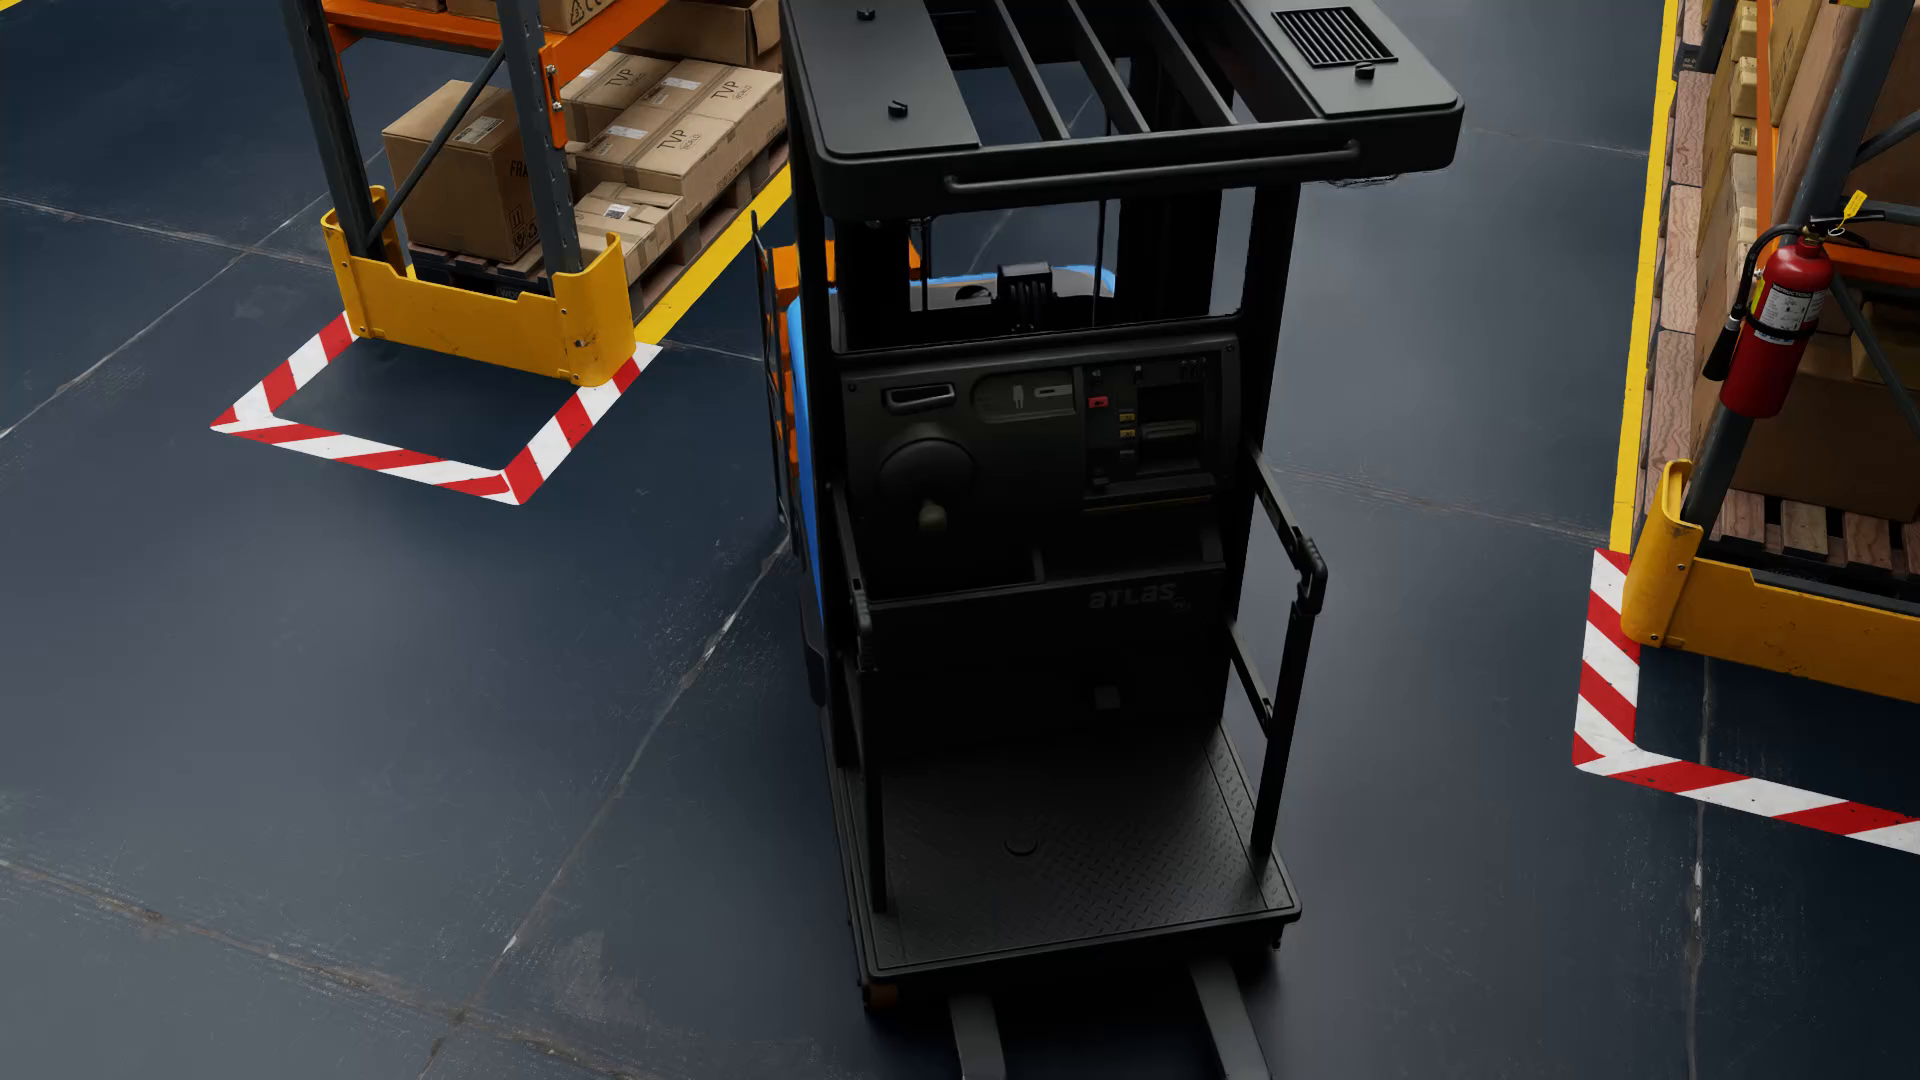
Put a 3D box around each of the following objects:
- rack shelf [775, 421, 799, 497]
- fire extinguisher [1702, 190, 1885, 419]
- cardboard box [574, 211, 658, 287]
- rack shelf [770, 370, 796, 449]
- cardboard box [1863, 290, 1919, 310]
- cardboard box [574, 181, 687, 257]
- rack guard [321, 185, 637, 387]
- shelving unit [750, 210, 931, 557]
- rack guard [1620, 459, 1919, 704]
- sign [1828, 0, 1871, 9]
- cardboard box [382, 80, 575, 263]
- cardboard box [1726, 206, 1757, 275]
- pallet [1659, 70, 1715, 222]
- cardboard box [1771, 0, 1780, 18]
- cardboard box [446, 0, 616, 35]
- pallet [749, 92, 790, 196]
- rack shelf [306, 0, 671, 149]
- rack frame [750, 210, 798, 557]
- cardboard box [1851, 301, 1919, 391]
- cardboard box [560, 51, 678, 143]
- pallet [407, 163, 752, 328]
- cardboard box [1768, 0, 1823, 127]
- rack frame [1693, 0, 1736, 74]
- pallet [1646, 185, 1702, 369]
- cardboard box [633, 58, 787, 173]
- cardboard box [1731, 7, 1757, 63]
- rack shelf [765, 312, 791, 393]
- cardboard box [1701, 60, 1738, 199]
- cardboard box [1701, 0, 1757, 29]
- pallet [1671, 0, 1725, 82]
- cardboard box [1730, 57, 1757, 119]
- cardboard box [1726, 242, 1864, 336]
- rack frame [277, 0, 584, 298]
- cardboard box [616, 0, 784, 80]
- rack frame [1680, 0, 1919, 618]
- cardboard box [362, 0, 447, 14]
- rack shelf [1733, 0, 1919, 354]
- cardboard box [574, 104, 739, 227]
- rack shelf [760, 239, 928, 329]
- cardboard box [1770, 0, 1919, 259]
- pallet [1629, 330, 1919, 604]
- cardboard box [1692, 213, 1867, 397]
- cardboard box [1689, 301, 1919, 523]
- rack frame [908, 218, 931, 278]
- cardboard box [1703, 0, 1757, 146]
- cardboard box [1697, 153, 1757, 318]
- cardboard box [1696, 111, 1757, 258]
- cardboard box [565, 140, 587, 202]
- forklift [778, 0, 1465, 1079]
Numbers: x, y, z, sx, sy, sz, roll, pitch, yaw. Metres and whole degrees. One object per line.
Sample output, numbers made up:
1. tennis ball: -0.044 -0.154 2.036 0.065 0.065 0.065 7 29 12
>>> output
1. rack shelf: -0.365 -0.321 5.610 0.480 0.148 0.258 -12 42 -13
2. fire extinguisher: 2.263 -0.650 4.548 0.296 0.674 0.183 13 42 15
3. cardboard box: -1.442 -1.170 6.668 0.380 0.149 0.250 13 42 15
4. rack shelf: -0.365 -0.473 5.482 0.480 0.148 0.258 -12 42 -13
5. cardboard box: 3.211 -0.904 5.601 0.380 0.149 0.250 13 42 15
6. cardboard box: -1.357 -1.329 6.841 0.380 0.166 0.250 13 42 15
7. rack guard: -1.882 -1.004 6.541 1.175 0.500 0.348 13 42 15
8. shelving unit: -0.365 -0.524 5.438 0.503 1.200 0.258 -12 42 -13
9. rack guard: 2.740 0.155 5.184 1.175 0.500 0.348 13 42 15
10. sign: 2.243 -1.470 4.088 0.100 0.325 0.005 13 42 15
11. cardboard box: -1.954 -1.511 6.797 0.500 0.500 0.500 13 42 15
12. cardboard box: 2.853 -0.991 5.702 0.380 0.149 0.250 14 43 16
13. pallet: 3.782 -1.743 7.631 1.003 0.211 1.213 13 42 15
14. cardboard box: 3.421 -2.148 5.725 0.980 0.700 0.700 11 42 13
15. cardboard box: -1.509 -2.158 5.892 0.500 0.500 0.500 14 42 16
16. pallet: -1.192 -2.122 8.074 1.003 0.211 1.213 13 42 15
17. rack shelf: -1.225 -2.854 7.339 1.077 0.370 4.000 13 42 15
18. rack frame: -0.597 -0.476 5.381 0.015 1.200 0.240 -12 42 -13
19. cardboard box: 3.038 -0.595 5.239 0.380 0.149 0.250 14 42 15
20. cardboard box: -1.601 -1.989 7.549 0.500 0.250 0.500 13 42 15
21. pallet: -1.611 -1.380 7.205 1.003 0.211 1.213 13 42 15
22. cardboard box: 3.151 -1.685 5.182 0.980 0.700 0.700 13 42 15
23. rack frame: 4.116 -3.251 7.249 1.000 3.000 0.127 13 42 15
24. pallet: 3.367 -0.997 6.756 1.003 0.211 1.213 13 42 15
25. cardboard box: -1.114 -1.908 7.455 0.500 0.250 0.500 13 42 15
26. cardboard box: 3.475 -2.104 7.008 0.380 0.149 0.250 15 43 17
27. rack shelf: -0.365 -0.643 5.337 0.480 0.148 0.258 -12 42 -13
28. cardboard box: 3.589 -1.720 7.058 0.700 0.500 0.500 13 42 15
29. cardboard box: 4.216 -3.018 8.309 0.750 0.750 0.750 14 42 16
30. pallet: 4.309 -2.677 8.725 1.003 0.211 1.213 13 42 15
31. cardboard box: 3.297 -1.786 6.635 0.380 0.149 0.250 12 42 14
32. cardboard box: 2.766 -0.834 5.520 0.380 0.149 0.250 13 42 15
33. rack frame: -1.908 -1.908 5.675 1.000 3.000 0.127 13 42 15
34. cardboard box: -1.178 -2.418 7.858 0.797 0.503 0.637 13 42 15
35. rack frame: 2.748 -0.811 4.389 1.000 3.000 0.127 13 42 15
36. cardboard box: -2.011 -2.280 6.034 0.500 0.500 0.500 15 43 16
37. rack shelf: 3.432 -1.757 6.053 1.077 0.370 4.000 13 42 15
38. cardboard box: -1.285 -1.603 7.097 0.500 0.250 0.500 13 42 15
39. rack shelf: -0.365 -0.824 5.184 0.480 0.148 0.258 -12 42 -13
40. cardboard box: 2.913 -1.238 4.659 0.980 0.700 0.700 15 43 17
41. pallet: 2.948 -0.255 5.887 1.003 0.211 1.213 13 42 15
42. cardboard box: 3.064 -0.774 5.949 0.700 0.500 0.500 13 42 15
43. cardboard box: 2.893 -0.469 5.591 0.700 0.500 0.500 13 42 15
44. rack frame: -0.133 -0.572 5.495 0.015 1.200 0.240 -12 42 -13
45. cardboard box: 3.764 -2.026 7.416 0.700 0.500 0.500 14 42 16
46. cardboard box: 3.236 -1.081 6.308 0.700 0.500 0.500 12 42 14
47. cardboard box: 3.411 -1.408 6.691 0.700 0.500 0.500 14 42 16
48. cardboard box: -1.731 -1.611 7.171 0.380 0.166 0.250 13 42 15
49. forklift: 0.236 -0.163 3.682 1.130 2.935 3.031 -7 41 -8
